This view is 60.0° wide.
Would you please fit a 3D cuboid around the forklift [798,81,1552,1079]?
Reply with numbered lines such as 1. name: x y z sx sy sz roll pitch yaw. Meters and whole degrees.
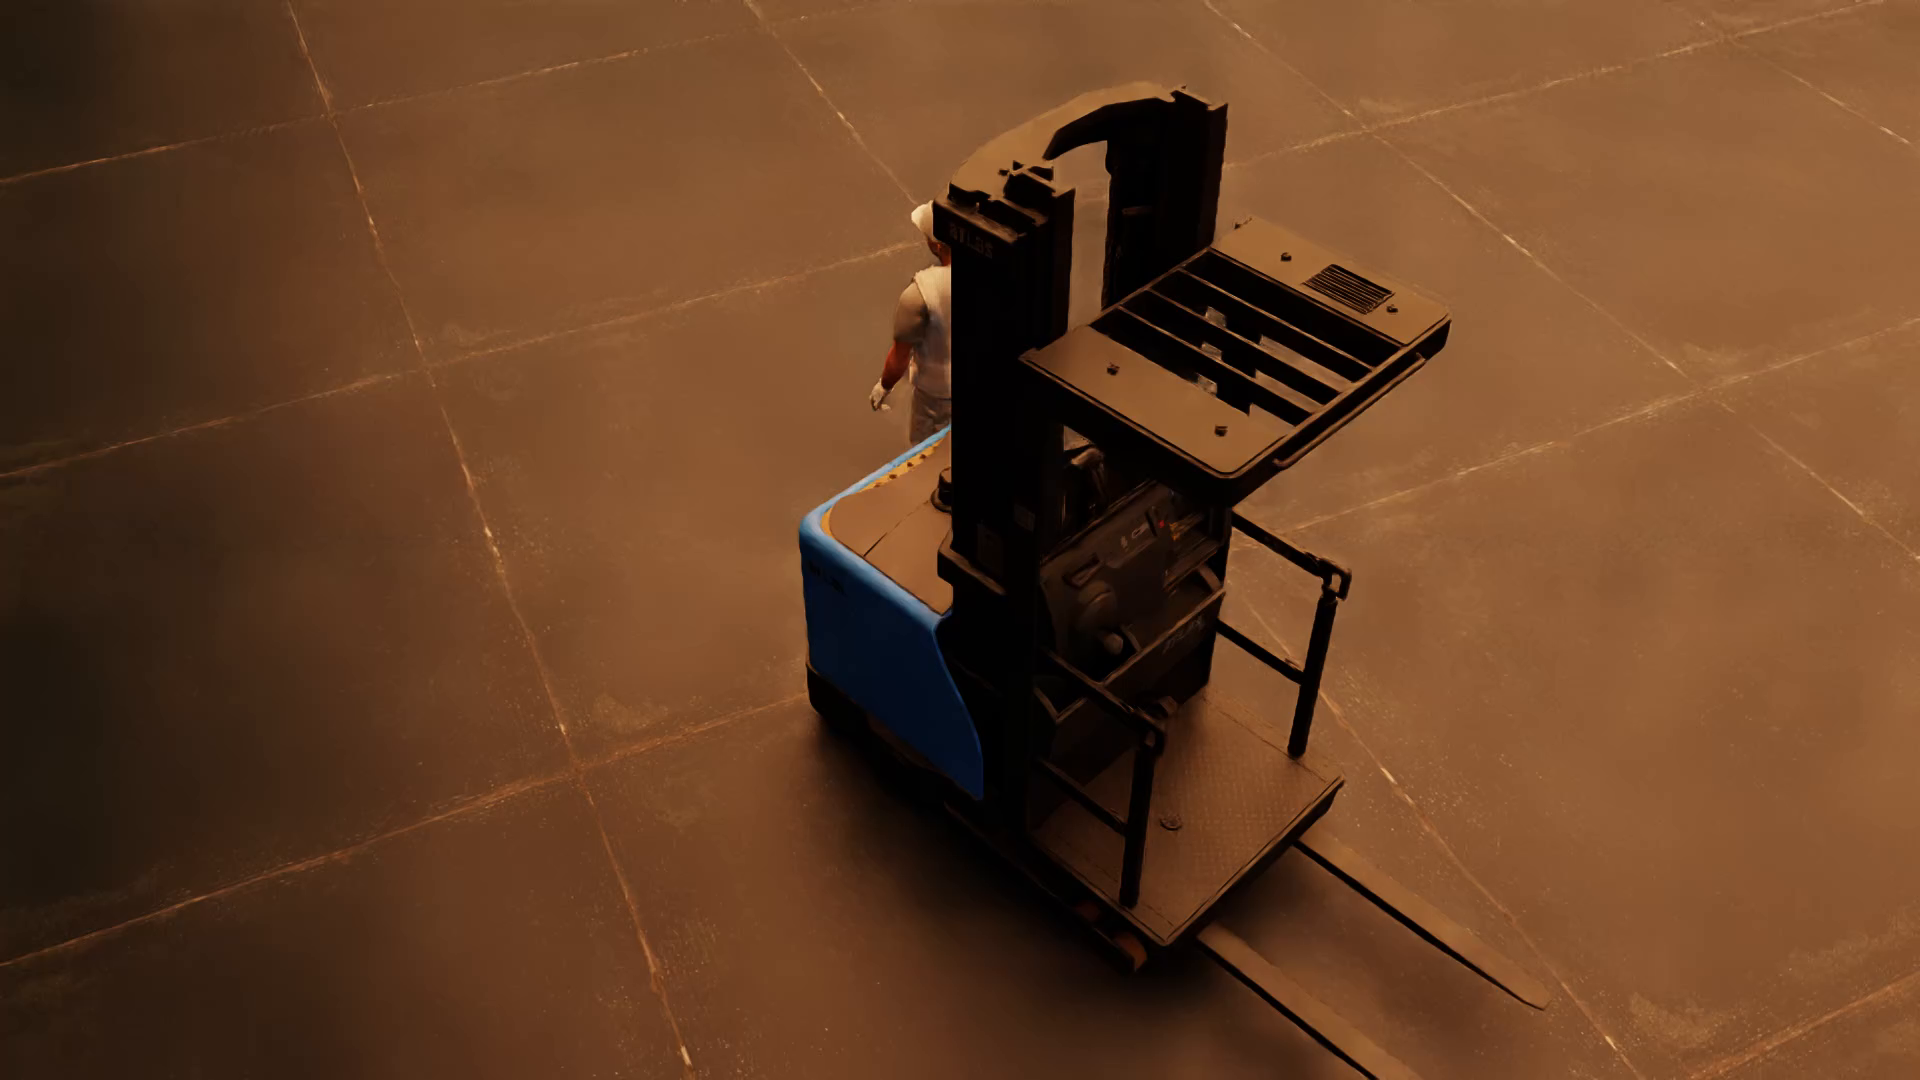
1. forklift: 0.761 0.118 5.554 1.130 2.935 3.031 -34 53 -31

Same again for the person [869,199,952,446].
1. person: -0.056 -0.704 7.295 0.693 1.788 0.441 -21 47 -21
